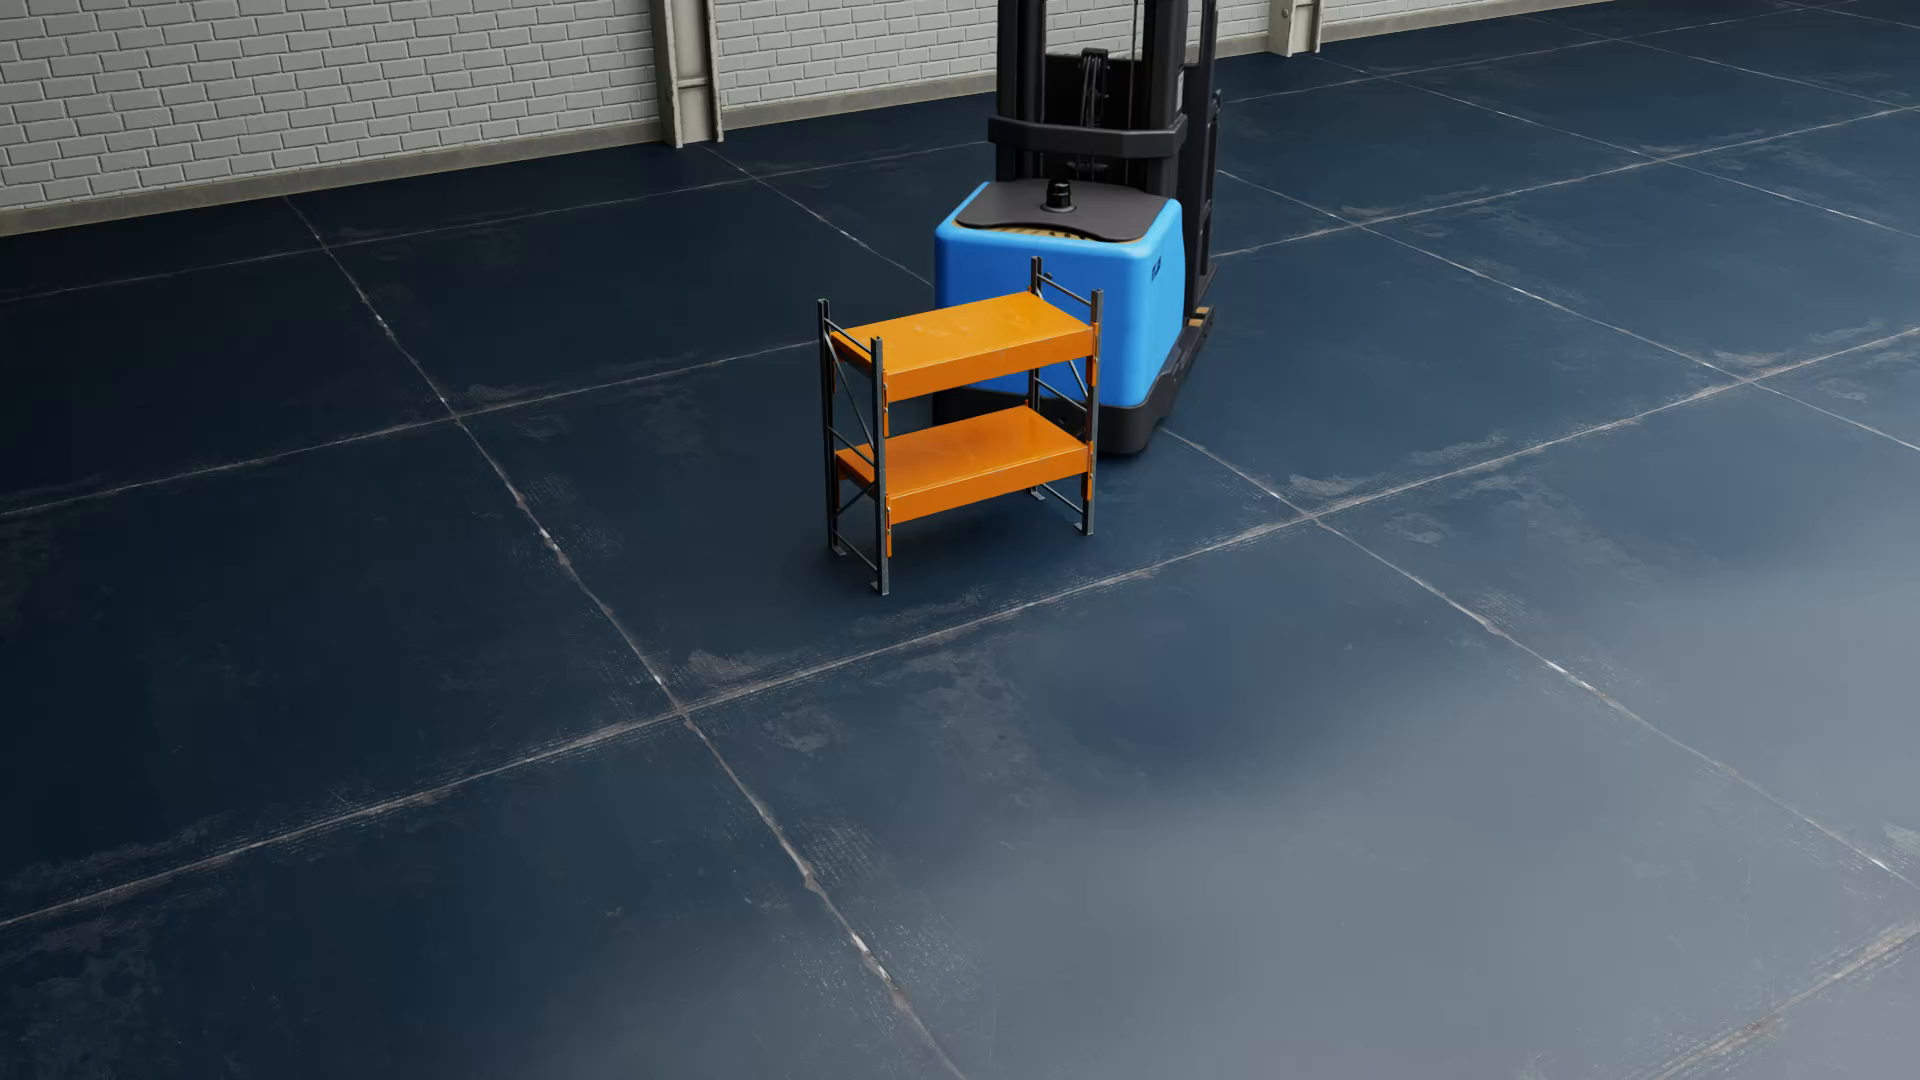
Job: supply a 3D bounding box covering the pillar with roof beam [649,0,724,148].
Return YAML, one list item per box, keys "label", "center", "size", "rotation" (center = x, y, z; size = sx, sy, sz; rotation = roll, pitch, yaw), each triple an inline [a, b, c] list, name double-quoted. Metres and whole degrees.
- label: "pillar with roof beam"
  center: [0.113, -5.241, 7.434]
  size: [0.400, 9.000, 9.100]
  rotation: [-16, 33, -26]

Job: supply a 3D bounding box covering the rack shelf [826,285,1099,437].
- label: "rack shelf"
  center: [0.006, -0.750, 6.840]
  size: [1.000, 0.278, 0.538]
  rotation: [-16, 33, -26]

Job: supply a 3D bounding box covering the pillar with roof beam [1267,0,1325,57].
- label: "pillar with roof beam"
  center: [5.286, -6.710, 10.095]
  size: [0.400, 9.000, 9.100]
  rotation: [-16, 33, -26]

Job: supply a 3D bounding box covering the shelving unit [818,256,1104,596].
- label: "shelving unit"
  center: [0.006, -0.494, 6.981]
  size: [1.048, 1.125, 0.538]
  rotation: [-16, 33, -26]

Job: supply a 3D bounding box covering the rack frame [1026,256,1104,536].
- label: "rack frame"
  center: [0.444, -0.619, 7.207]
  size: [0.032, 1.125, 0.500]
  rotation: [-16, 33, -26]

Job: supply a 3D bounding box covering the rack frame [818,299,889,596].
- label: "rack frame"
  center: [-0.432, -0.370, 6.756]
  size: [0.032, 1.125, 0.500]
  rotation: [-16, 33, -26]

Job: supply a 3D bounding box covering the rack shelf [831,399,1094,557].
- label: "rack shelf"
  center: [0.006, -0.280, 7.099]
  size: [1.000, 0.278, 0.538]
  rotation: [-16, 33, -26]

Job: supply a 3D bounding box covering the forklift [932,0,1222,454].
- label: "forklift"
  center: [0.794, -2.385, 8.538]
  size: [1.130, 2.935, 3.031]
  rotation: [9, 30, 15]
